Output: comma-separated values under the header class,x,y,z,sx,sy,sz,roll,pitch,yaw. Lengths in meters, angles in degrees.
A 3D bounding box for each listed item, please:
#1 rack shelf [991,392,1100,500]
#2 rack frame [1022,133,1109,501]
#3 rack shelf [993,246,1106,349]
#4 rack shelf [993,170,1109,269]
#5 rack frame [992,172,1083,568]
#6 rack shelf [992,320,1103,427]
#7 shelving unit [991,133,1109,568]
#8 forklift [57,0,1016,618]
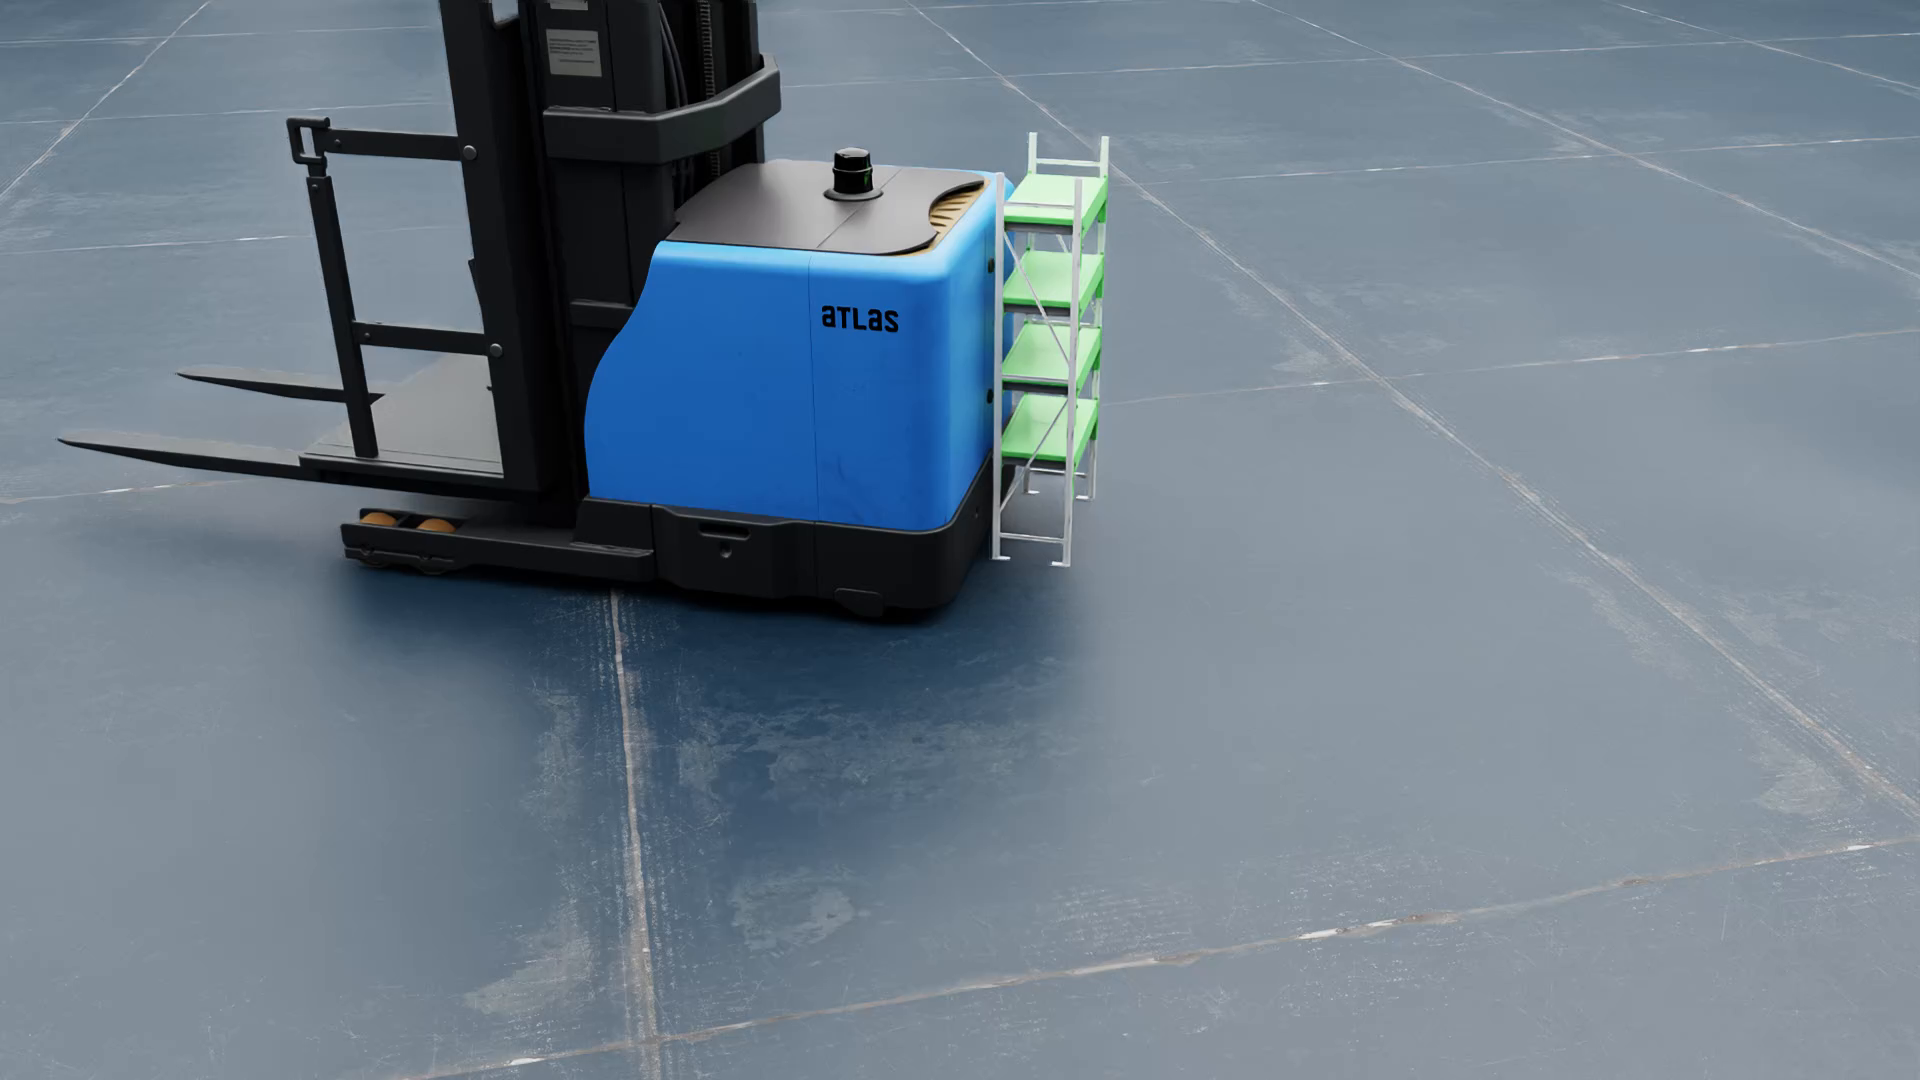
class,x,y,z,sx,sy,sz,roll,pitch,yaw
rack shelf,0.273,-0.302,5.192,0.258,0.148,0.480,6,27,12
rack frame,0.327,-0.681,5.267,0.240,1.200,0.015,6,27,12
rack shelf,0.273,-0.731,4.976,0.258,0.148,0.480,6,27,12
rack shelf,0.273,-0.945,4.867,0.258,0.148,0.480,6,27,12
rack frame,0.218,-0.466,4.843,0.240,1.200,0.015,6,27,12
rack shelf,0.273,-0.517,5.084,0.258,0.148,0.480,6,27,12
shelving unit,0.273,-0.574,5.055,0.258,1.200,0.503,6,27,12
forklift,-1.390,-1.426,4.823,3.031,2.935,1.130,6,27,12
